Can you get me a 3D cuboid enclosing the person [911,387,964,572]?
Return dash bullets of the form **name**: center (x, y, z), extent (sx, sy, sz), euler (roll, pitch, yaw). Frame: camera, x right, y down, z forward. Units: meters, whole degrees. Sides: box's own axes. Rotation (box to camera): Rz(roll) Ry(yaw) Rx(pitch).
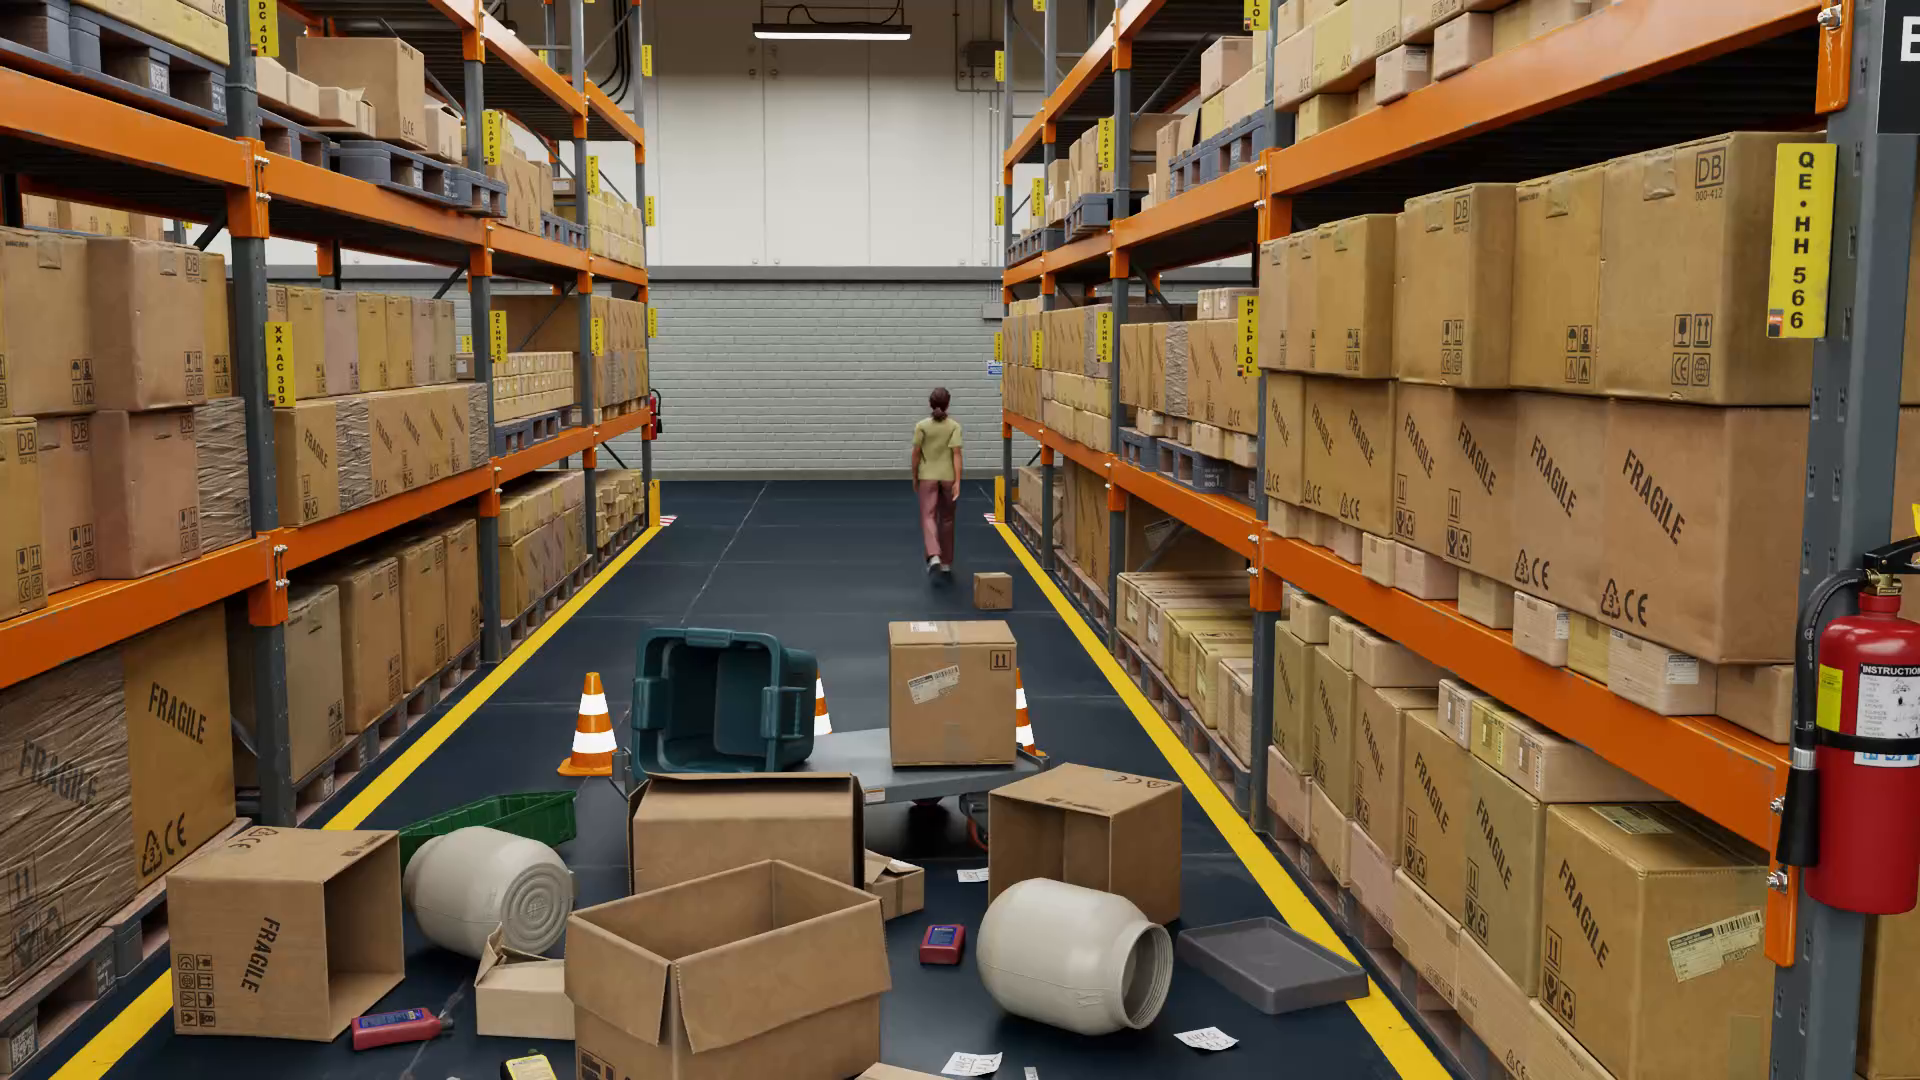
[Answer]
- **person**: center (-0.198, -0.506, 14.406), extent (0.447, 1.629, 0.968), euler (-1, 7, -4)
